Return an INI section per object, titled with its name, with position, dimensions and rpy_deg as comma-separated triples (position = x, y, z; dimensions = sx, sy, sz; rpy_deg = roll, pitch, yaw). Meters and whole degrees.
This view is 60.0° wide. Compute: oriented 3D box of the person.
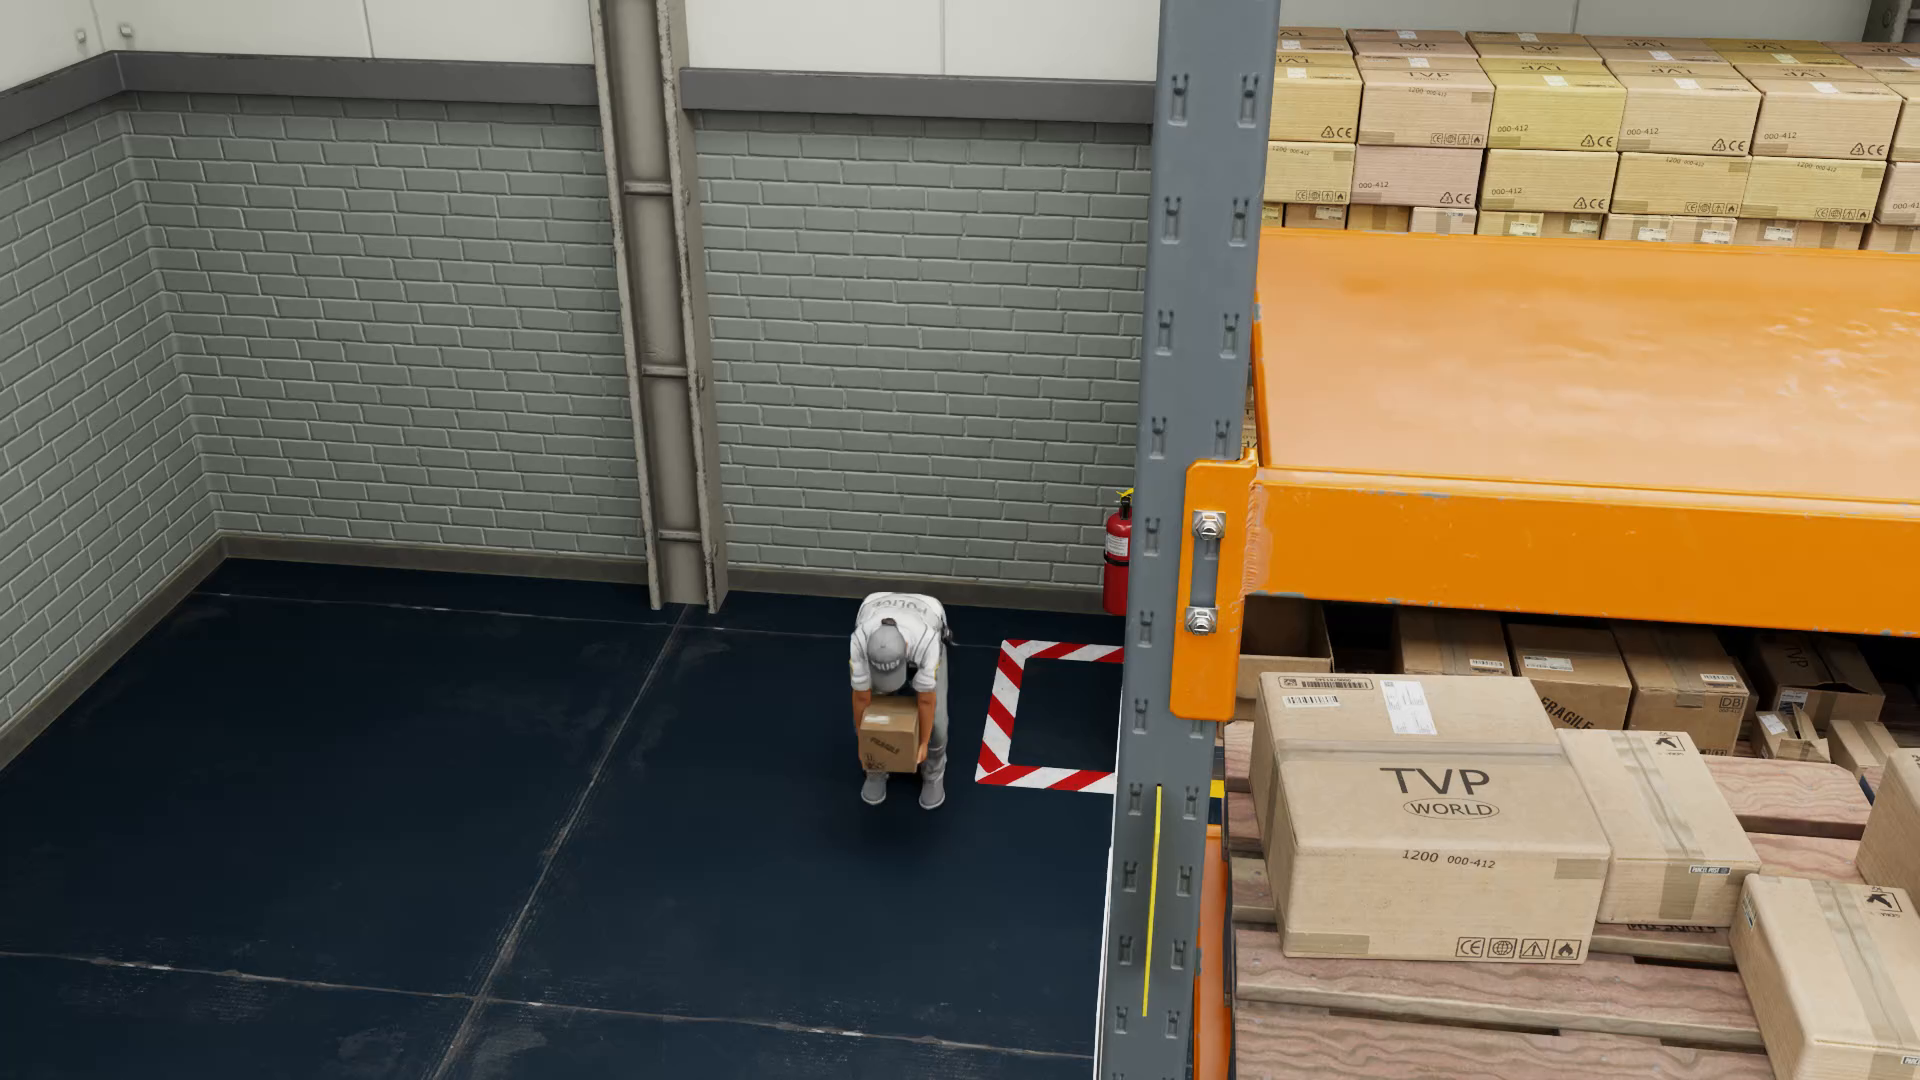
[person]
position = -0.294, 0.773, 7.735
dimensions = 0.458, 1.260, 0.901
rpy_deg = 3, 29, 5
